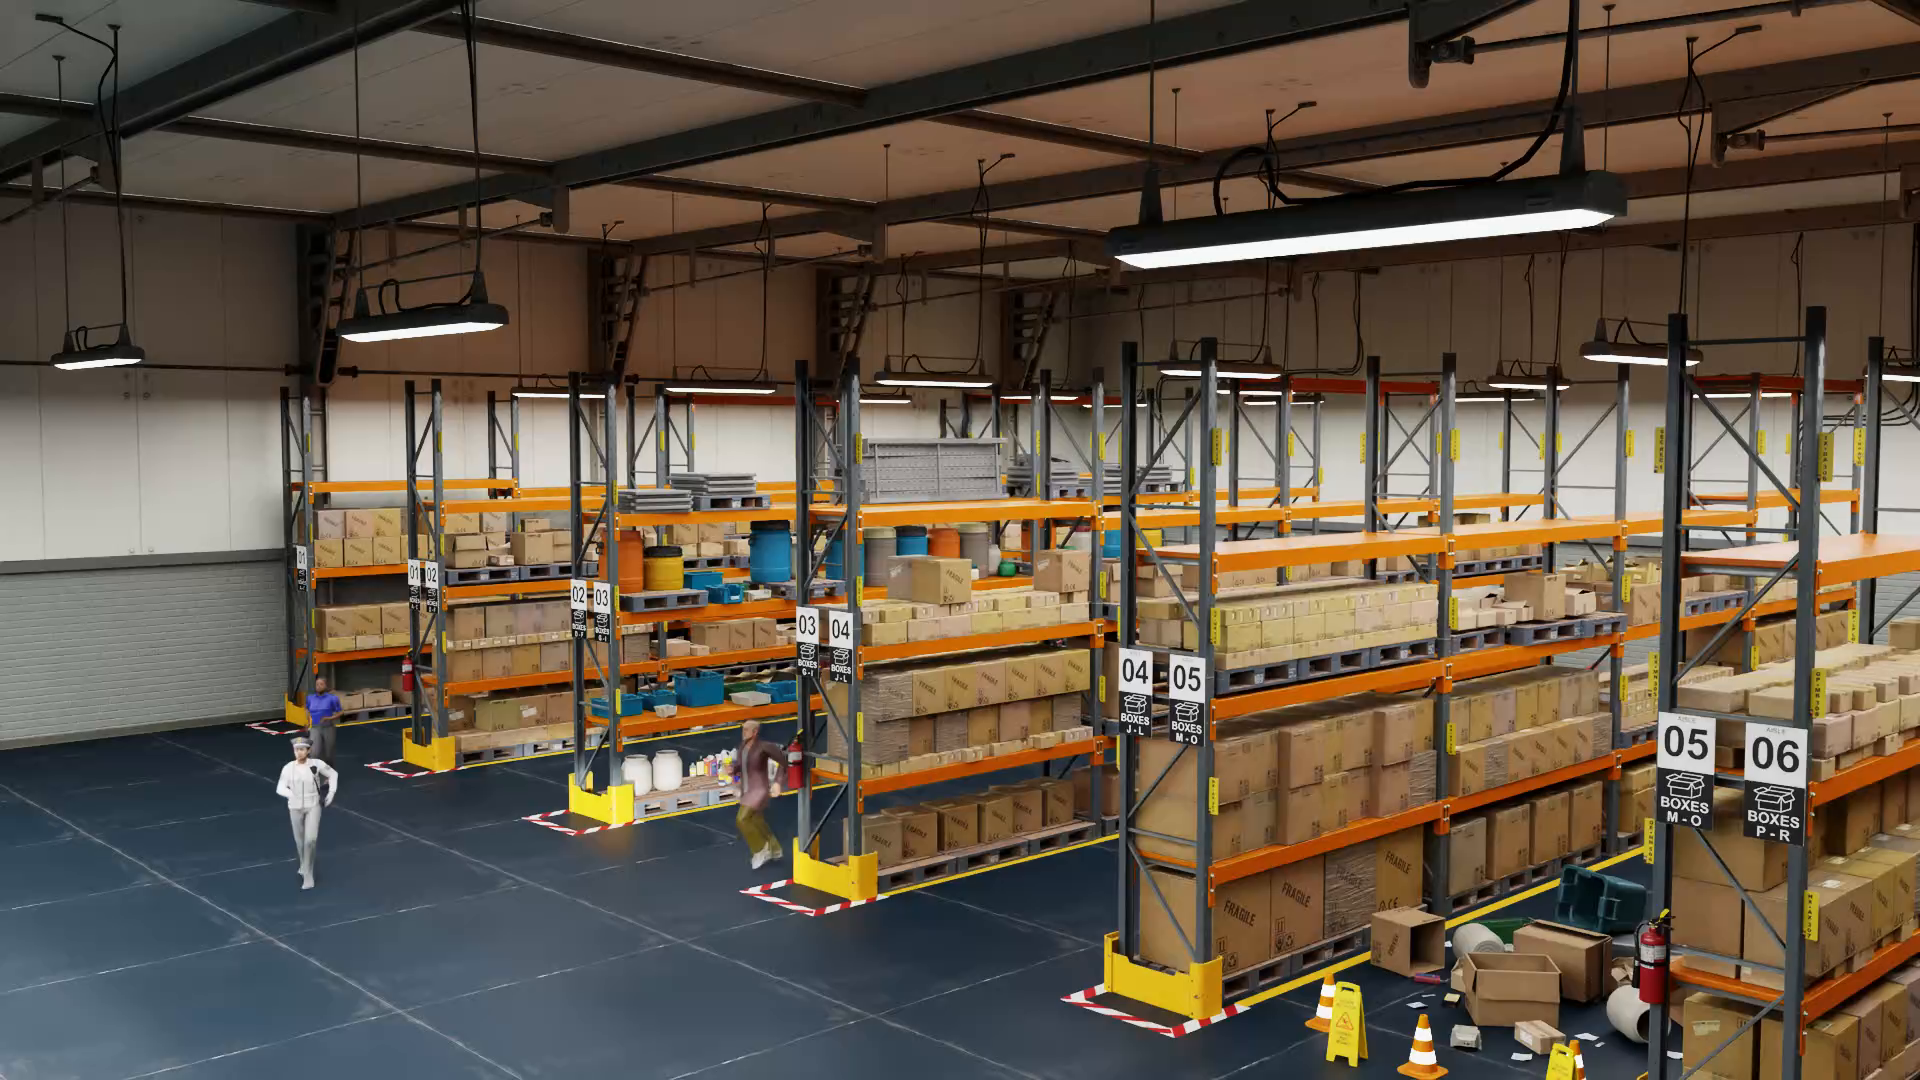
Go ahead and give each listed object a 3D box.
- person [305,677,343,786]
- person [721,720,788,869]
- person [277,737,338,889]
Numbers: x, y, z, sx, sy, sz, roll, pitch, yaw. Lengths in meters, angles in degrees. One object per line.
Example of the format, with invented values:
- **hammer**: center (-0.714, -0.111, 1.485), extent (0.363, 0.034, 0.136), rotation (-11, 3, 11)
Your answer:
- **person**: center (-9.221, 2.854, 24.059), extent (0.533, 1.592, 0.703), rotation (-1, 4, -13)
- **person**: center (-2.457, 3.015, 19.845), extent (0.800, 1.748, 0.718), rotation (-3, 5, -40)
- **person**: center (-7.526, 3.117, 19.160), extent (0.618, 1.728, 0.733), rotation (-1, 4, -10)
